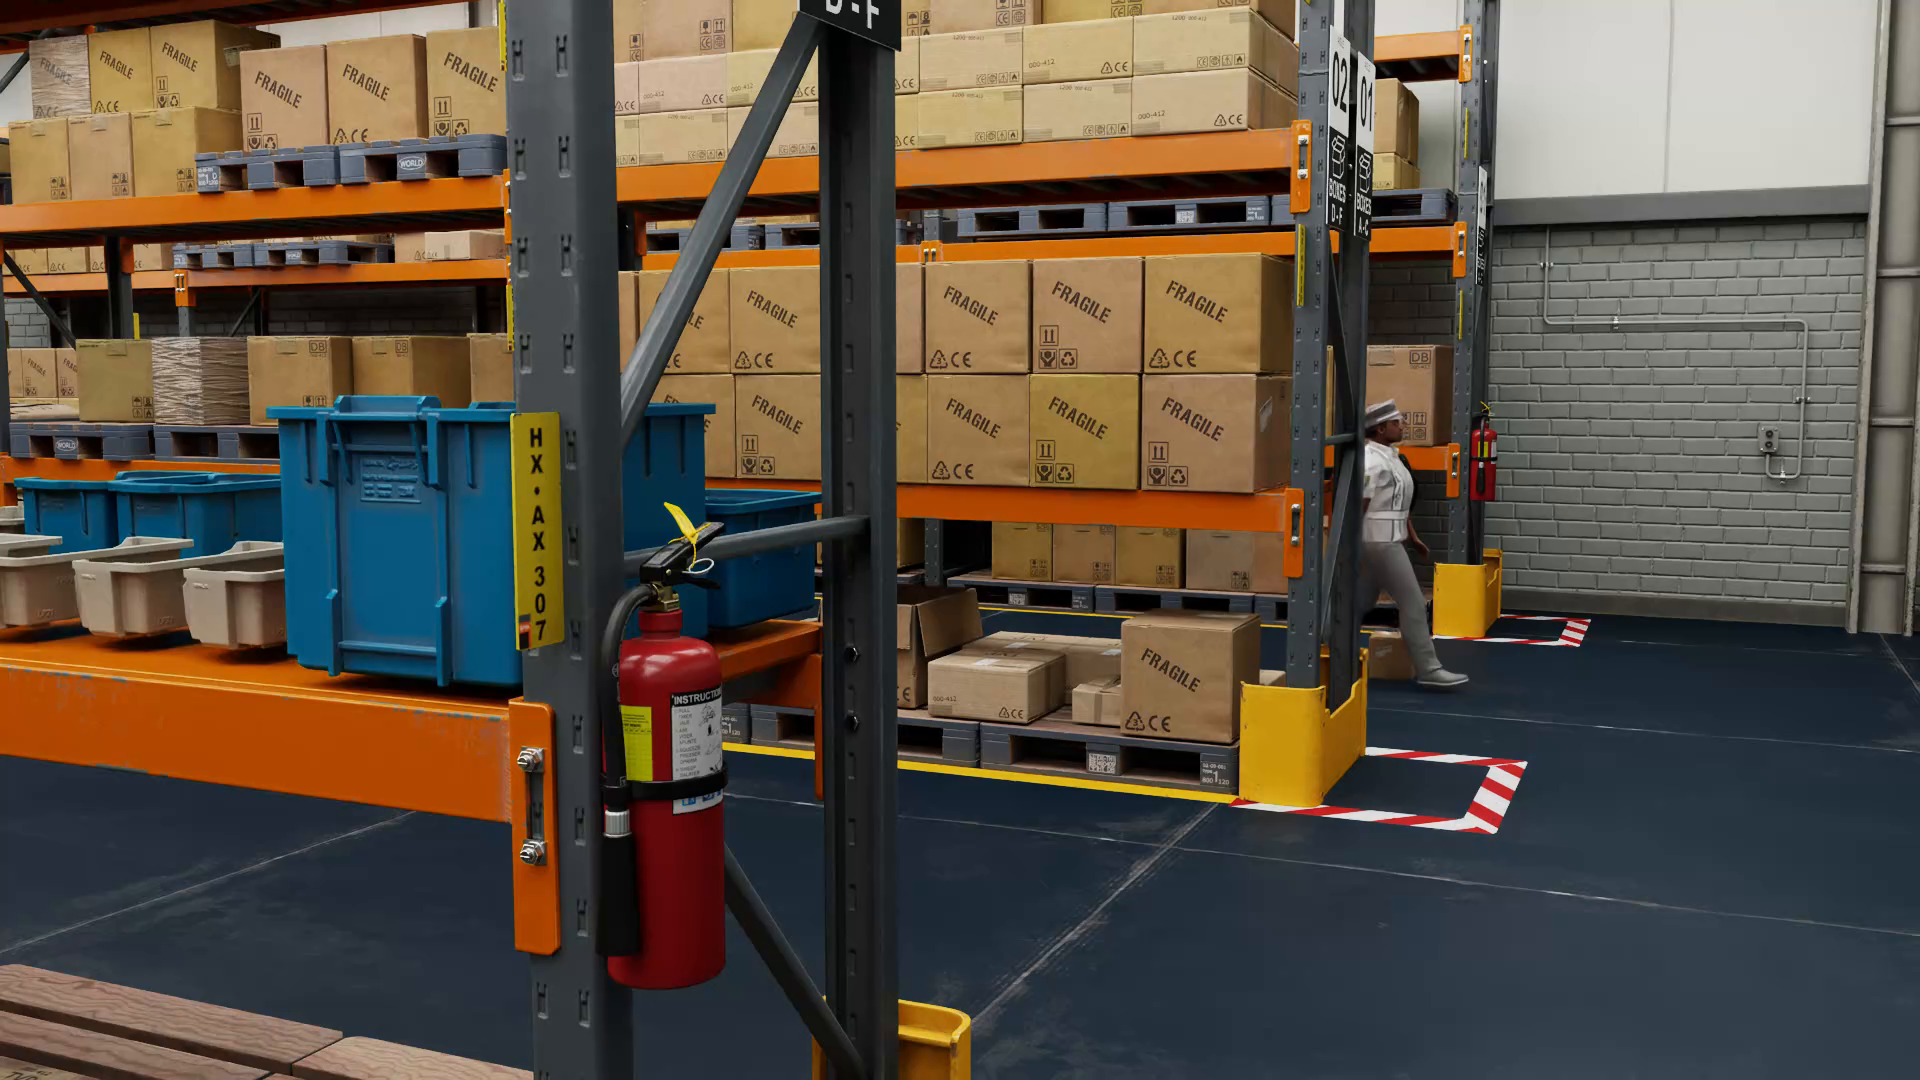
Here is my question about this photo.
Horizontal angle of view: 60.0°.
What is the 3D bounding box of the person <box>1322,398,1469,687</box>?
[{"bbox_3d":[2.469,-0.003,9.630,0.992,1.640,0.480,2,6,23],"label":"person"}]
